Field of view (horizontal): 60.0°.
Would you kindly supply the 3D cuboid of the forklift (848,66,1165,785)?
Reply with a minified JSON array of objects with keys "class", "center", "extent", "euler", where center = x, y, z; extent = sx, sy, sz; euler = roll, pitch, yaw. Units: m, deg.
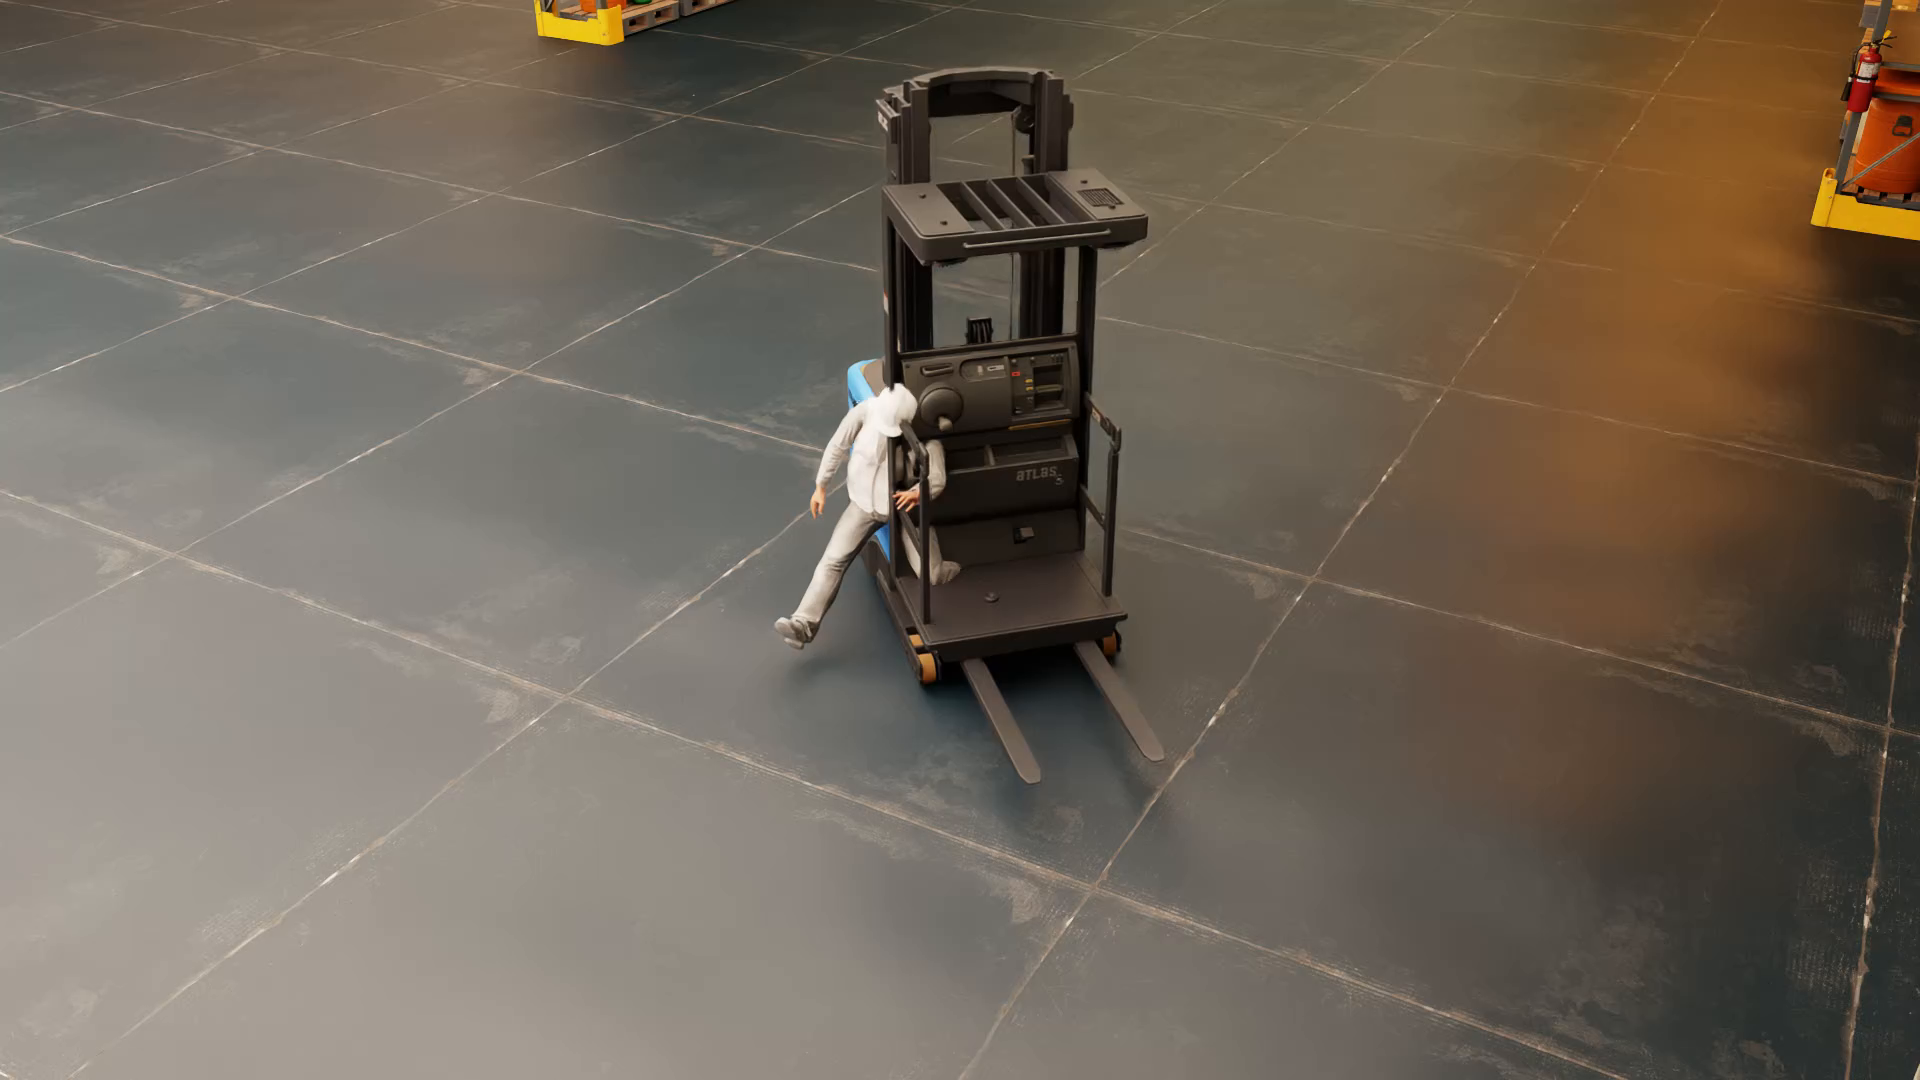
[{"class":"forklift","center":[0.225,-0.732,8.338],"extent":[1.130,2.935,3.031],"euler":[-8,31,-14]}]

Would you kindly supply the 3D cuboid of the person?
[{"class":"person","center":[-0.387,-0.137,8.682],"extent":[0.977,1.402,1.077],"euler":[12,32,20]}]
